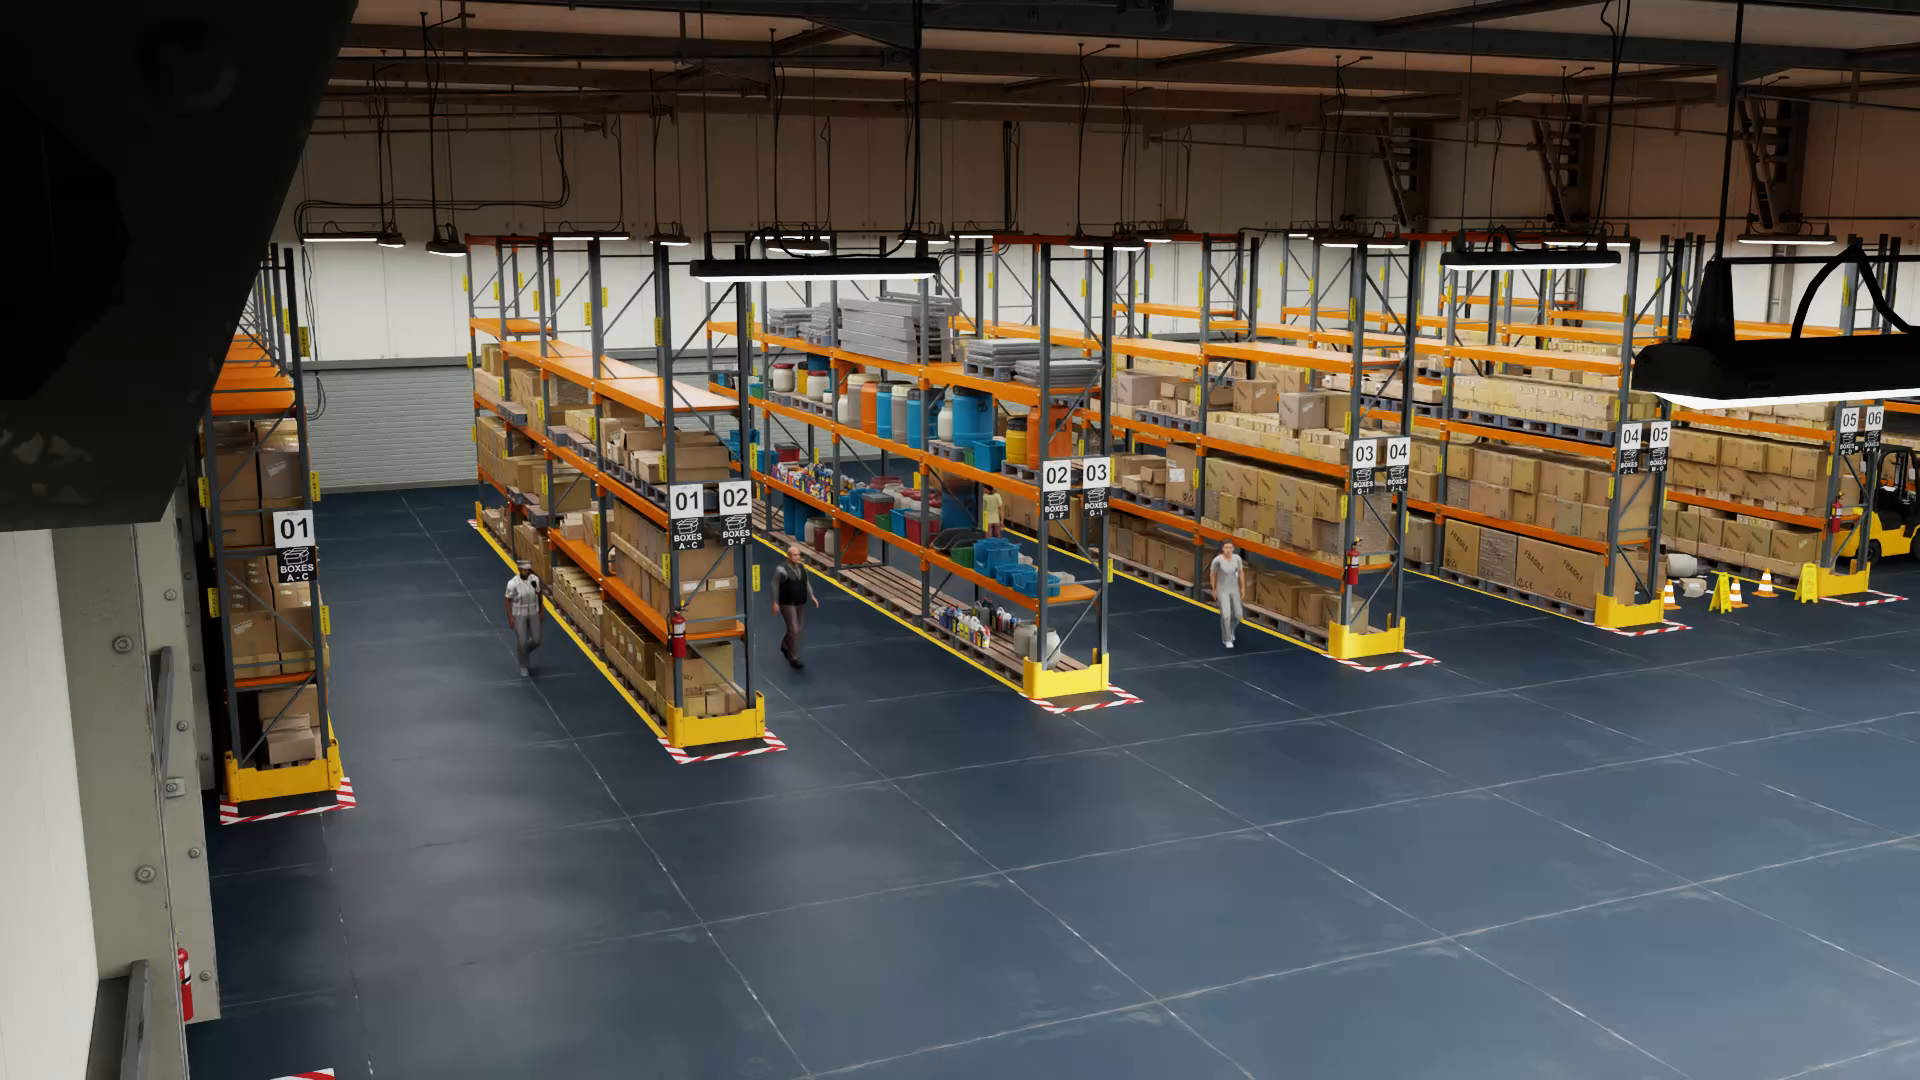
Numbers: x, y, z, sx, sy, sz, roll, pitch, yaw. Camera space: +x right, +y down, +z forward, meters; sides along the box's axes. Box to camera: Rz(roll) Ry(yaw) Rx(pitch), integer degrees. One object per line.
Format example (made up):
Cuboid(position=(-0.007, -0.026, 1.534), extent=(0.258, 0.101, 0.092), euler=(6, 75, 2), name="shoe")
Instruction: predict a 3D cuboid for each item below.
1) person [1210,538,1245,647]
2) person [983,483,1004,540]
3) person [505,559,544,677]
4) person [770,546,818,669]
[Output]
Cuboid(position=(3.980, 0.760, 24.901), extent=(0.516, 1.654, 0.523), euler=(-3, 11, -13), name="person")
Cuboid(position=(0.608, -0.270, 30.131), extent=(0.515, 1.668, 0.476), euler=(-5, 12, -25), name="person")
Cuboid(position=(-6.139, 1.055, 23.419), extent=(0.540, 1.656, 0.534), euler=(-7, 13, -32), name="person")
Cuboid(position=(-2.396, 0.929, 23.850), extent=(0.760, 1.716, 0.601), euler=(9, 14, 38), name="person")
